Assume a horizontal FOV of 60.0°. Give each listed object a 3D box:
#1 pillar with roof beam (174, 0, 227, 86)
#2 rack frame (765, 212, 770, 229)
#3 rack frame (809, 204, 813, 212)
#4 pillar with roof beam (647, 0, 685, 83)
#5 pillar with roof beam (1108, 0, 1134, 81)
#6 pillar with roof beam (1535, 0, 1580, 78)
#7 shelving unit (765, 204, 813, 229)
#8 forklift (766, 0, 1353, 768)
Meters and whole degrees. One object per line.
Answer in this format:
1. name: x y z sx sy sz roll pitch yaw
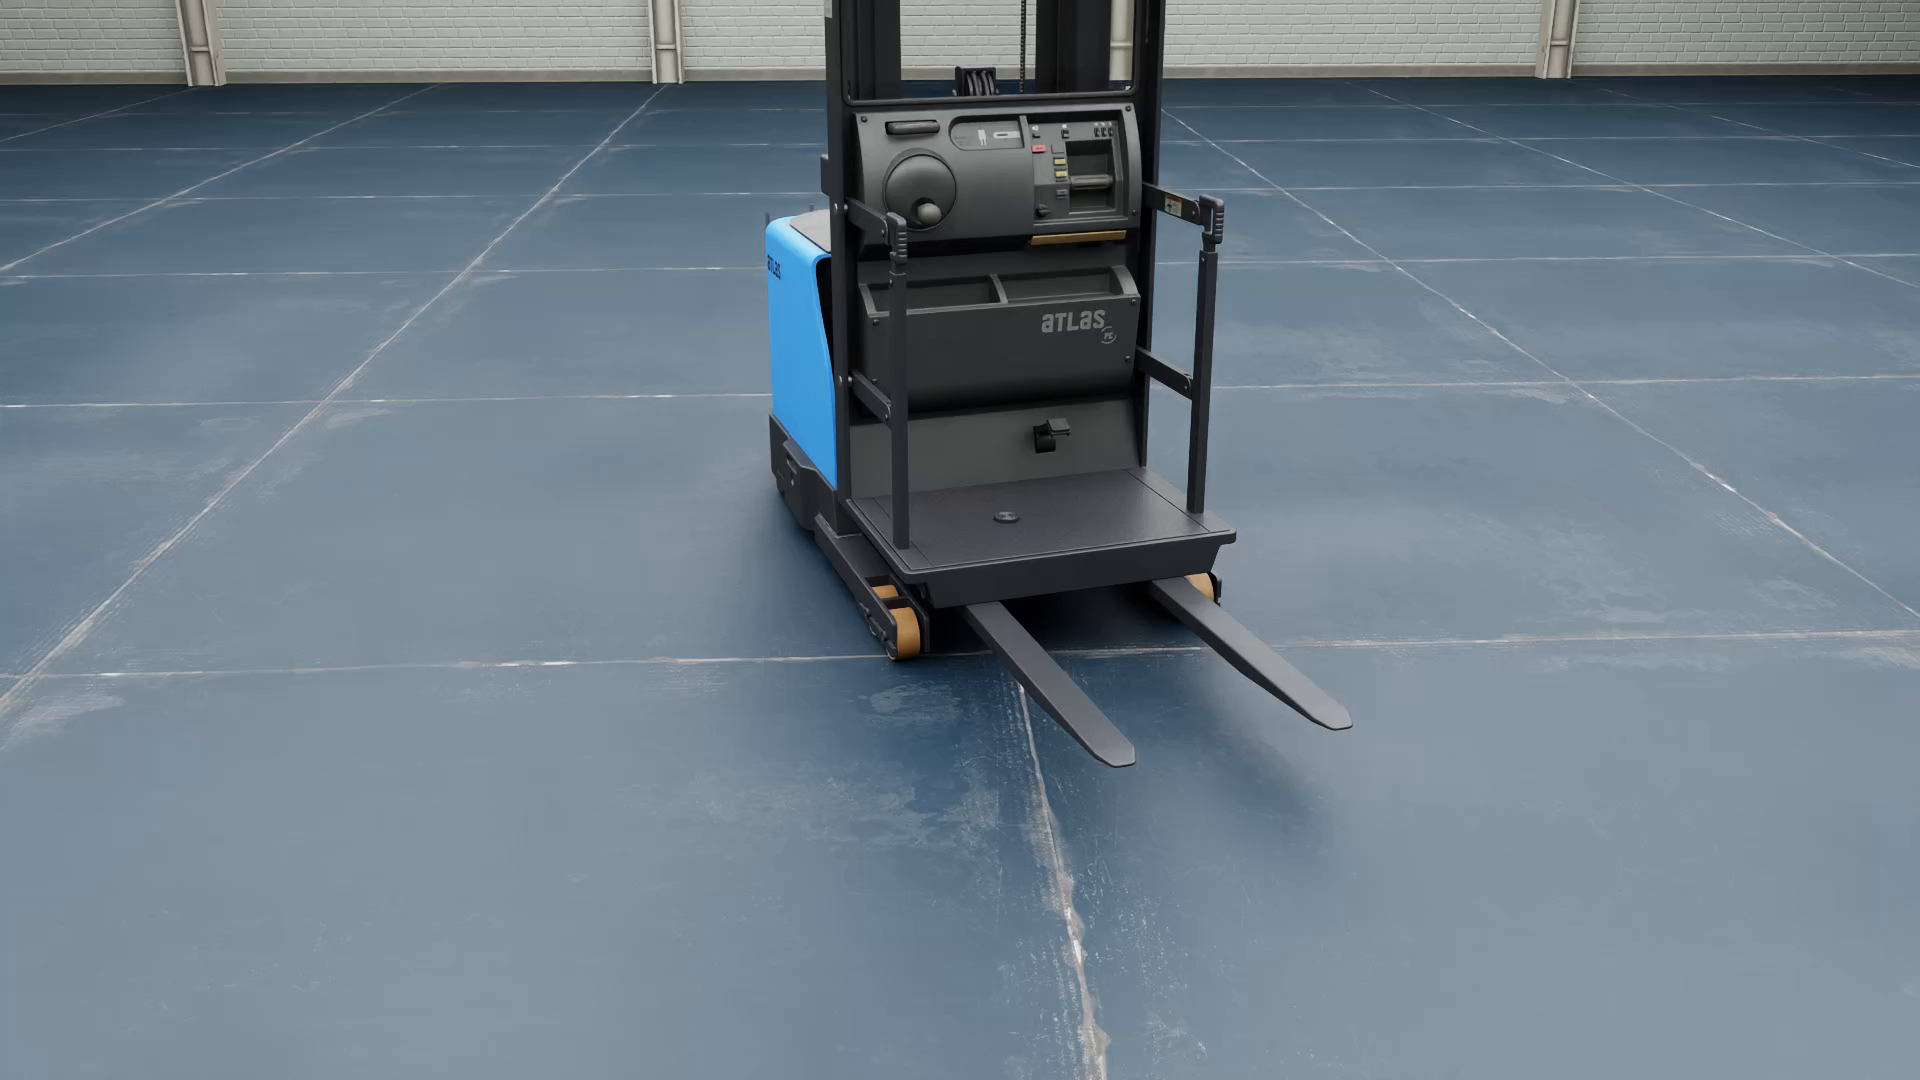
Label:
1. pillar with roof beam: -9.618 -8.648 16.187 0.400 9.000 9.100 -1 21 -3
2. rack frame: -0.694 -0.785 6.707 0.200 1.050 0.008 17 27 38
3. rack frame: -0.535 -0.851 6.880 0.200 1.050 0.008 17 27 38
4. pillar with roof beam: -3.627 -8.769 16.507 0.400 9.000 9.100 -1 21 -3
5. pillar with roof beam: 2.363 -8.891 16.827 0.400 9.000 9.100 -1 21 -3
6. pillar with roof beam: 8.353 -9.013 17.148 0.400 9.000 9.100 -1 21 -3
7. shelving unit: -0.615 -0.818 6.794 0.215 1.050 0.252 17 27 38
8. forklift: 0.202 -1.159 5.045 1.130 2.935 3.031 -7 22 -18
